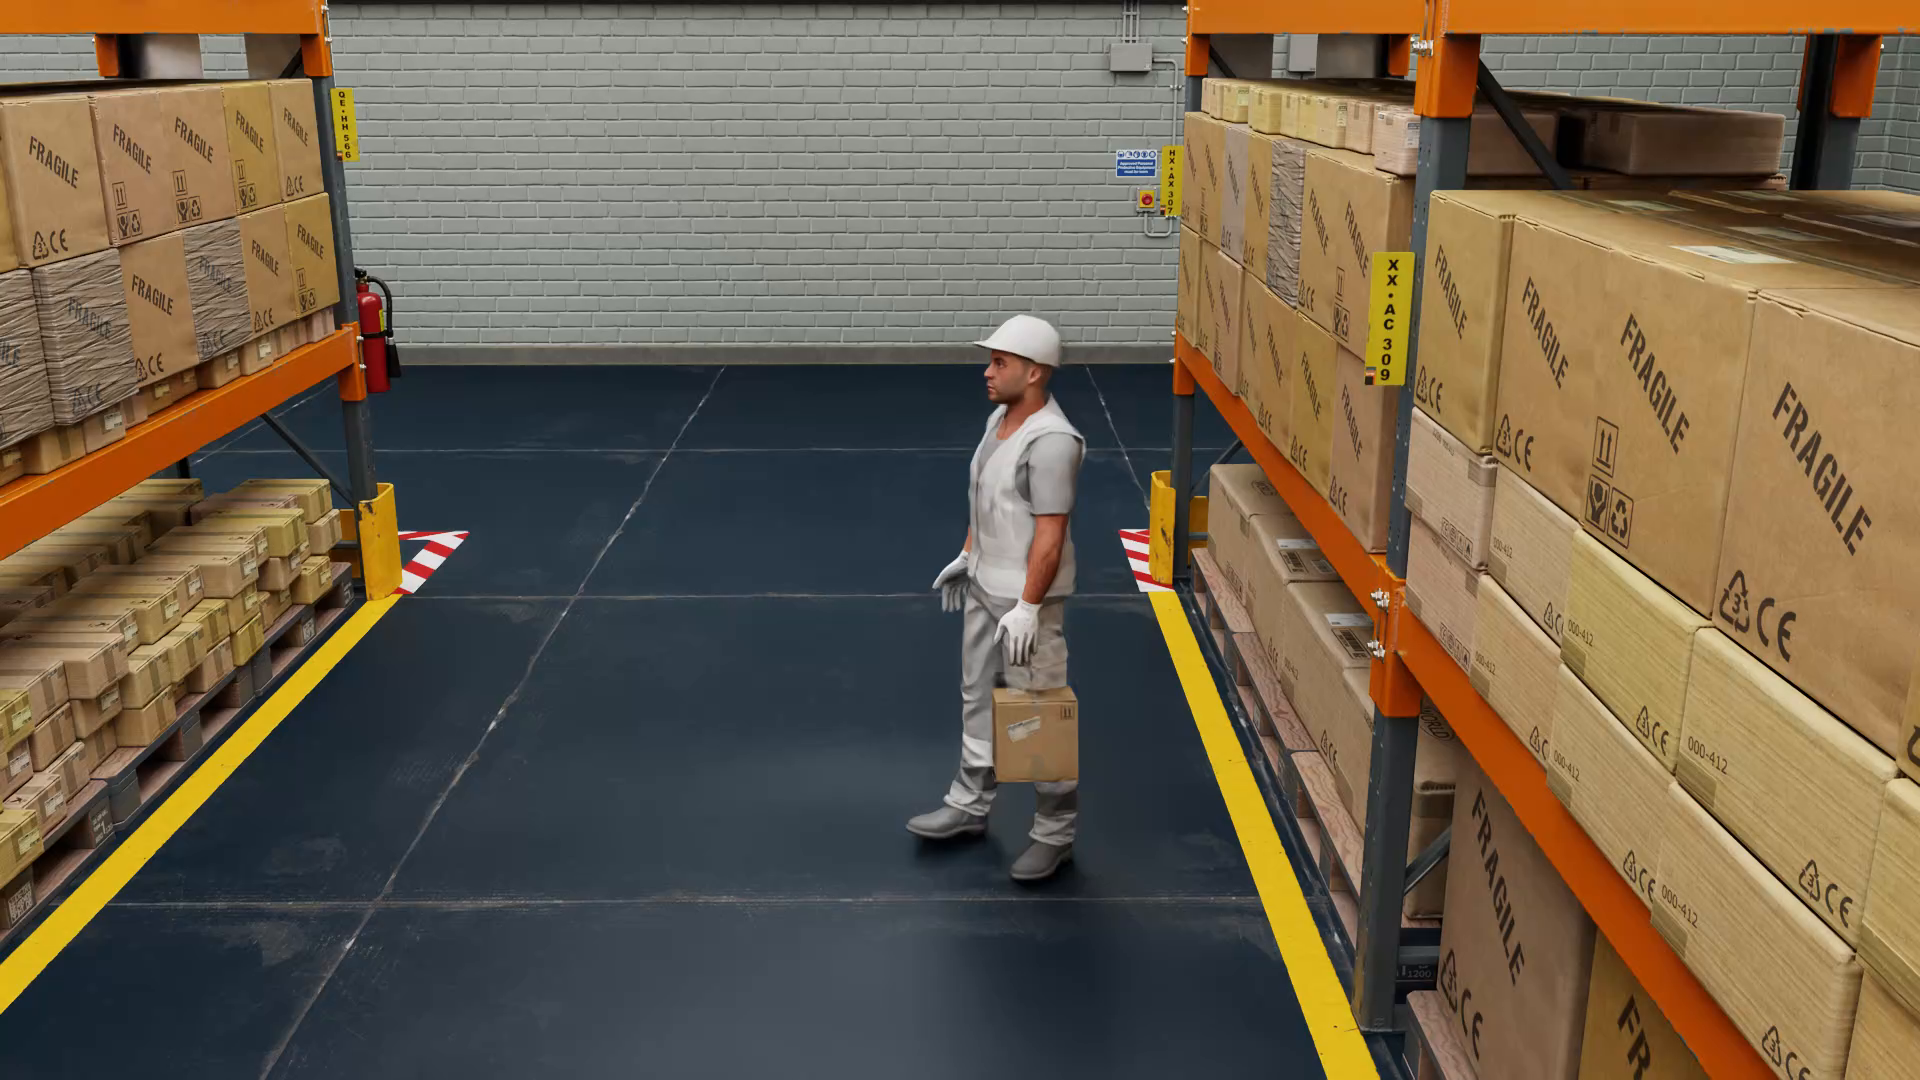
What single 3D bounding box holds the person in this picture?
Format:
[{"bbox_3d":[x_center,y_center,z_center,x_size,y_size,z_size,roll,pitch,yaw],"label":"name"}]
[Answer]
[{"bbox_3d":[0.106,0.181,5.320,0.515,1.796,0.560,-6,18,-19],"label":"person"}]
